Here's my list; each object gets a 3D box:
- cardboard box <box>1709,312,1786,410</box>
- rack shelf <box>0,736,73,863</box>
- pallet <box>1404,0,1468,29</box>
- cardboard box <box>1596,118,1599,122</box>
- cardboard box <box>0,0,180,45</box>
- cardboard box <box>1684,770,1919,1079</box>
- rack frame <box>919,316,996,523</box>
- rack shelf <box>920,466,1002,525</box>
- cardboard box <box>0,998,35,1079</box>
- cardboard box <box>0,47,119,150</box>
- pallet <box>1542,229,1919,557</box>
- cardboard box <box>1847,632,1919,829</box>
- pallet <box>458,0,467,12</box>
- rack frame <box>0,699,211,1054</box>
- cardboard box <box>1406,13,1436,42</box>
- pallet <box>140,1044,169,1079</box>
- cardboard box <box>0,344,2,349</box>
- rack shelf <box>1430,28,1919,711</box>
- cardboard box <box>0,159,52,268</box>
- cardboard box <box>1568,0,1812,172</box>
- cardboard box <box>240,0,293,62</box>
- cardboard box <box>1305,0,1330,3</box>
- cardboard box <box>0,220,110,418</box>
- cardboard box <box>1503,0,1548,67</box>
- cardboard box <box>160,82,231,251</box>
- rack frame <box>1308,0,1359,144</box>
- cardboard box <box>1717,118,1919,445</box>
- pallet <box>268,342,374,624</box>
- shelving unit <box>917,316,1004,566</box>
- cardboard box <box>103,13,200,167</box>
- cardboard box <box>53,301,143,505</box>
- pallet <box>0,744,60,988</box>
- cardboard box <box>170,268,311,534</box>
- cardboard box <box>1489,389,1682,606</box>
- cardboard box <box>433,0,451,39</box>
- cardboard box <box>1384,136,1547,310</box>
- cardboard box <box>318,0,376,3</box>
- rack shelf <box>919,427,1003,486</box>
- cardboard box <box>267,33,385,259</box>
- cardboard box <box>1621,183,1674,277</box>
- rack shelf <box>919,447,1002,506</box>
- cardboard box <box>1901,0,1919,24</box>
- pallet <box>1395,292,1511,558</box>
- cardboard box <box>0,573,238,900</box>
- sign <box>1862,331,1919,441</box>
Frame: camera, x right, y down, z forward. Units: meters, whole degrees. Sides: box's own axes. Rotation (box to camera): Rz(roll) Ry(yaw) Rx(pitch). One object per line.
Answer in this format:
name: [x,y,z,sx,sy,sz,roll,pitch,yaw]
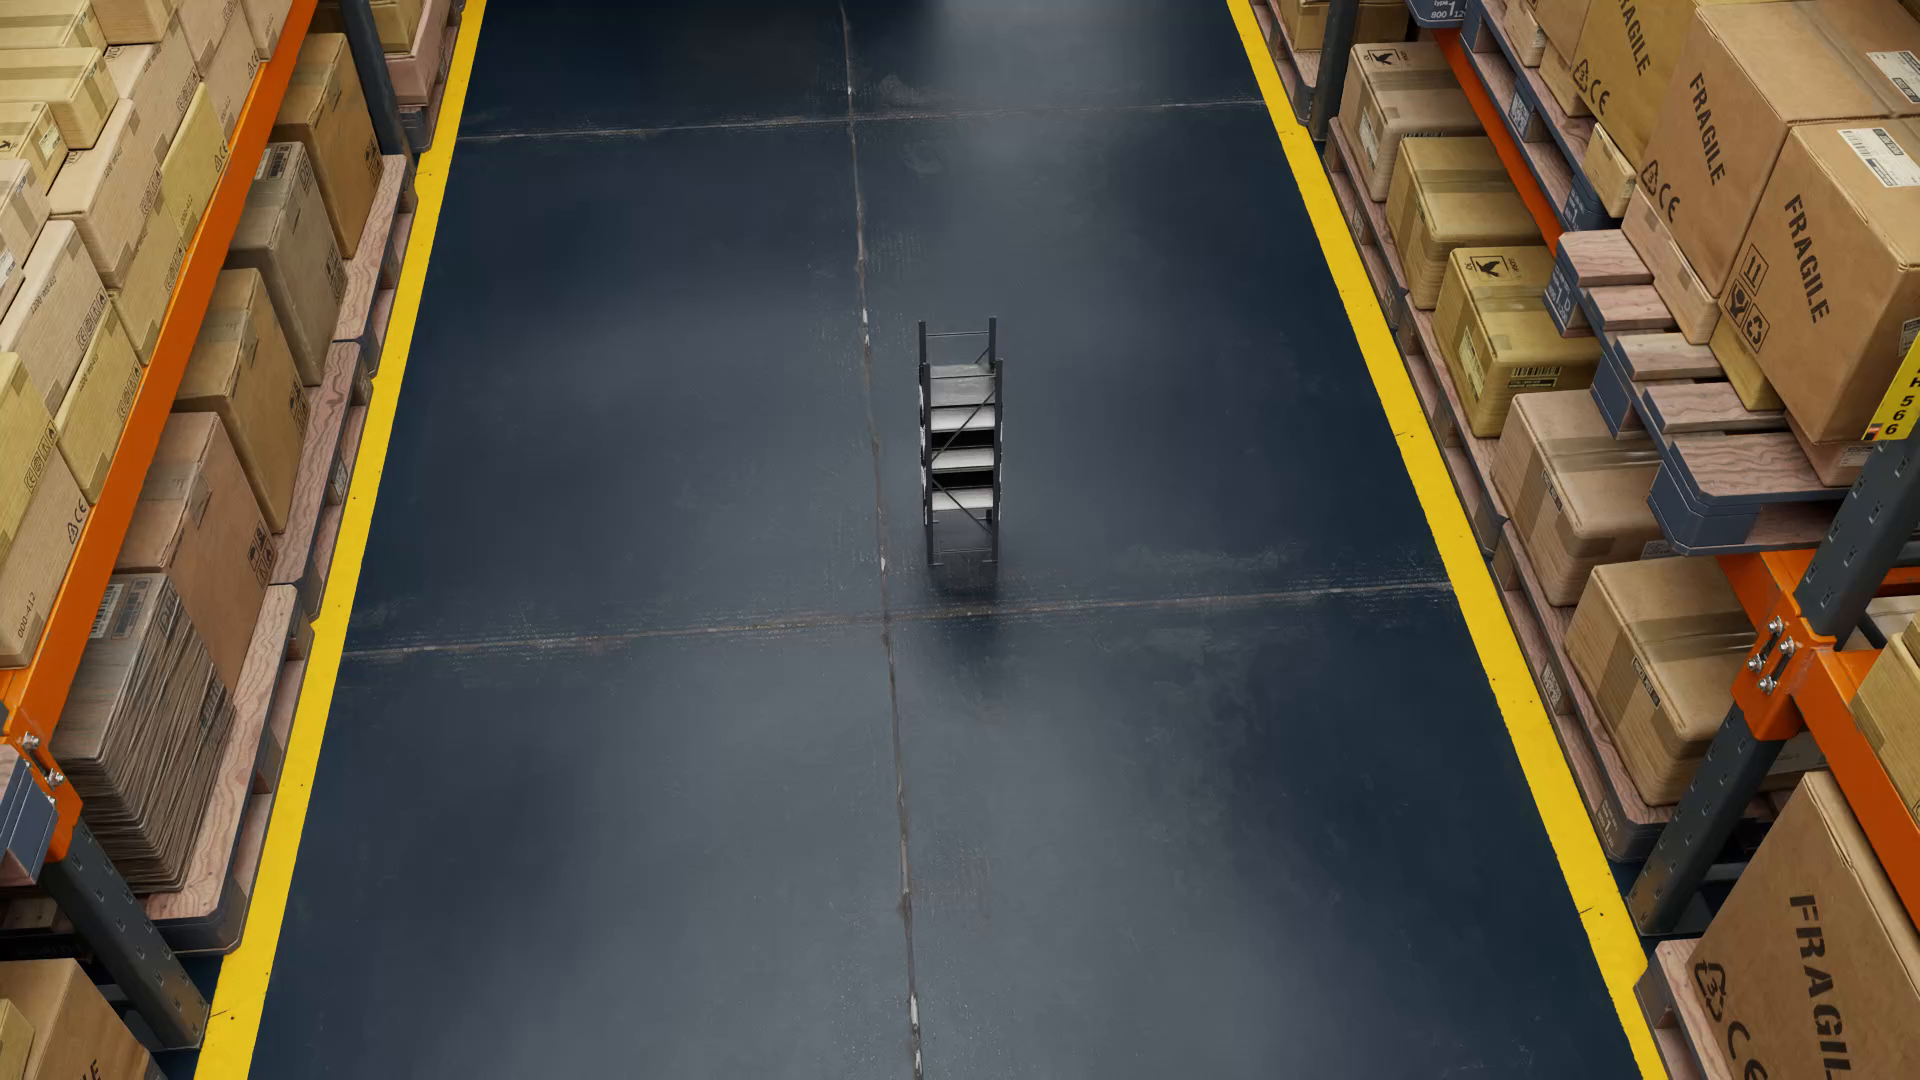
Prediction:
cardboard box: [2.052,-0.454,3.998,0.380,0.149,0.250,-3,47,-3]
rack shelf: [-2.370,2.015,2.271,1.077,0.370,4.000,-3,47,-3]
pallet: [1.993,-2.250,5.947,1.003,0.211,1.213,-3,47,-3]
cardboard box: [2.041,-1.204,4.708,0.380,0.149,0.250,-3,47,-3]
cardboard box: [-2.387,-1.488,4.577,0.380,0.149,0.250,-5,47,-4]
cardboard box: [2.384,1.107,3.810,0.875,0.875,0.875,-4,47,-4]
rack frame: [-0.008,-0.377,5.487,0.240,0.900,0.006,-3,47,-3]
rack shelf: [0.001,-0.157,5.573,0.258,0.077,0.200,-3,47,-3]
cardboard box: [-2.244,1.154,3.576,0.380,0.149,0.250,-6,47,-5]
cardboard box: [-2.389,-1.119,4.228,0.380,0.149,0.250,-3,47,-2]
pallet: [2.243,-0.427,4.221,1.213,0.211,1.003,-3,47,-3]
cardboard box: [2.199,0.437,3.373,0.500,0.250,0.500,-4,47,-4]
pallet: [-3.002,-3.077,8.519,1.003,0.211,1.213,-3,47,-3]
rack frame: [-2.537,0.320,3.381,1.000,3.000,0.127,-3,47,-3]
cardboard box: [2.293,-2.520,7.675,0.500,0.250,0.500,-5,47,-5]
pallet: [-2.513,1.822,3.879,1.003,0.211,1.213,-3,47,-3]
cardboard box: [-2.294,-0.379,3.527,0.380,0.149,0.250,-3,47,-2]
rack shelf: [2.241,-1.184,5.300,1.077,0.370,4.000,-3,47,-3]
cardboard box: [-2.376,-0.751,3.880,0.380,0.149,0.250,-3,47,-3]
cardboard box: [1.996,-1.315,4.367,0.500,0.500,0.500,-6,47,-6]
cardboard box: [-2.522,-1.810,5.501,0.500,0.250,0.500,-4,47,-4]
cardboard box: [1.757,-2.746,7.373,0.500,0.500,0.500,-4,47,-4]
cardboard box: [-2.372,-0.498,3.915,0.500,0.250,0.500,-2,47,-2]
cardboard box: [1.886,-1.572,5.057,0.380,0.149,0.250,-2,47,-2]
cardboard box: [-2.460,-1.076,4.806,0.500,0.250,0.500,-2,47,-2]
rack frame: [2.074,-2.878,6.410,1.000,3.000,0.127,-3,47,-3]
cardboard box: [2.093,-0.577,3.668,0.500,0.500,0.500,-5,47,-4]
pallet: [-2.666,-0.199,5.793,1.003,0.211,1.213,-3,47,-3]
shelving unit: [0.001,-0.304,5.418,0.258,0.900,0.210,-3,47,-3]
cardboard box: [-2.466,-1.246,4.623,0.500,0.250,0.500,-3,47,-3]
cardboard box: [-2.368,-0.328,4.098,0.500,0.250,0.500,-4,47,-4]
pallet: [-2.411,0.873,2.990,1.213,0.211,1.003,-3,47,-3]
cardboard box: [-2.695,-0.419,5.427,0.875,0.625,0.625,-5,47,-5]
cardboard box: [2.301,-0.168,5.363,0.950,0.372,0.625,-4,47,-4]
cardboard box: [-2.641,-2.509,7.665,0.500,0.250,0.500,-4,47,-4]
cardboard box: [2.184,-1.220,6.360,0.950,0.372,0.625,-1,47,-1]
cardboard box: [-2.600,-2.485,6.954,0.500,0.250,0.500,-4,47,-4]
rack shelf: [0.001,-0.281,5.442,0.258,0.077,0.200,-3,47,-3]
cardboard box: [-2.817,-1.525,6.474,0.875,0.625,0.625,-2,47,-2]
cardboard box: [1.973,-0.817,4.341,0.380,0.149,0.250,-5,47,-5]
rack shelf: [0.001,-0.219,5.507,0.258,0.077,0.200,-3,47,-3]
cardboard box: [2.551,-0.981,4.050,0.500,0.500,0.500,-1,47,-1]
pallet: [2.246,-0.471,6.051,1.003,0.211,1.213,-3,47,-3]
cardboard box: [-2.576,0.541,4.518,0.875,0.625,0.625,-2,47,-2]
sign: [1.869,-0.315,3.239,0.100,0.325,0.005,-3,47,-3]
